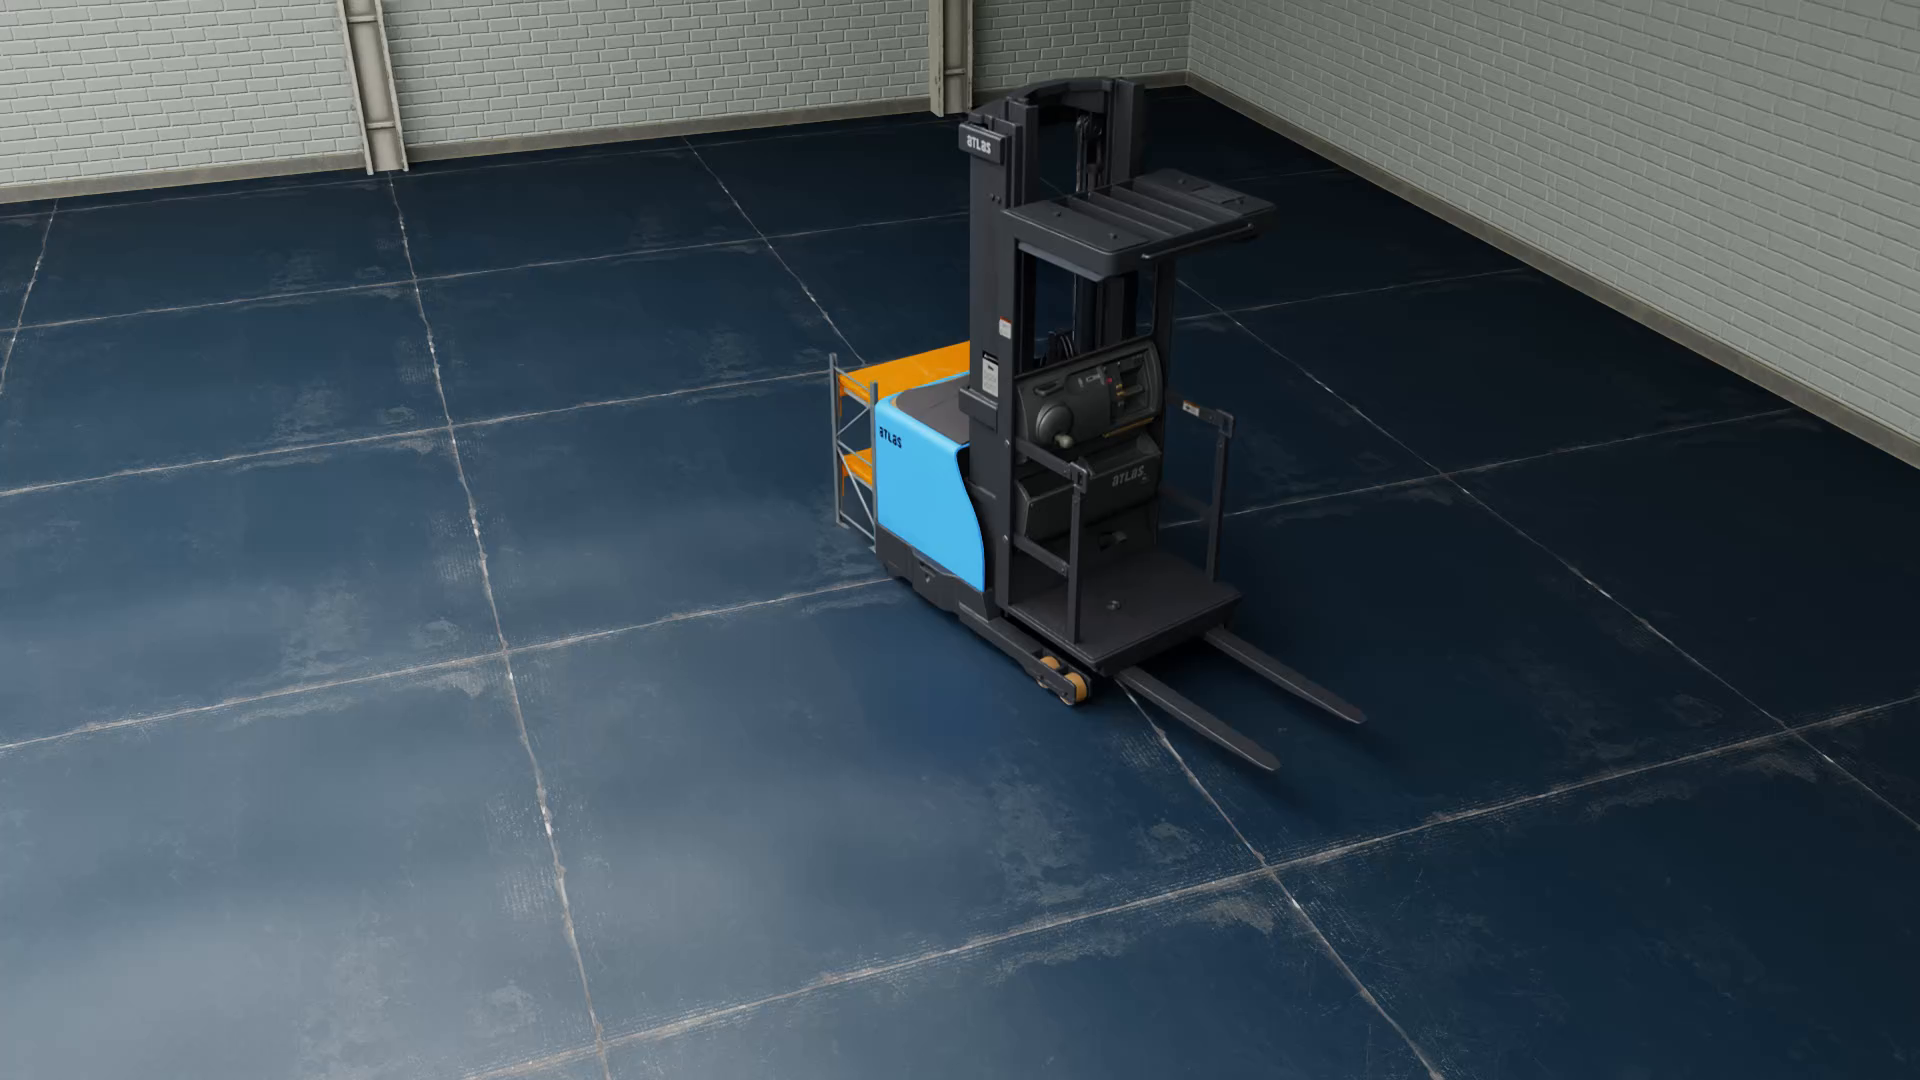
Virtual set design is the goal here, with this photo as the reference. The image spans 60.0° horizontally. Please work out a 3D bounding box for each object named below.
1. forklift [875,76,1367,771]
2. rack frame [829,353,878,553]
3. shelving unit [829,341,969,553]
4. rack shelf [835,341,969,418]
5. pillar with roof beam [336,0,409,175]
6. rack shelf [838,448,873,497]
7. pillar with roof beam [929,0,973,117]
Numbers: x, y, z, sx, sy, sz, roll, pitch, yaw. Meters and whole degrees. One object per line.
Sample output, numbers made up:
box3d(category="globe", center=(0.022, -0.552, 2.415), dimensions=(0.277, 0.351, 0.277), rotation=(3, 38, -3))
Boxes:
box3d(category="forklift", center=(0.803, -0.697, 8.363), dimensions=(1.130, 2.935, 3.031), rotation=(-21, 36, -32))
box3d(category="rack frame", center=(-0.615, -0.503, 9.847), dimensions=(0.032, 1.125, 0.500), rotation=(-18, 34, -29))
box3d(category="shelving unit", center=(-0.193, -0.643, 10.093), dimensions=(1.048, 1.125, 0.538), rotation=(-18, 34, -29))
box3d(category="rack shelf", center=(-0.193, -0.898, 9.948), dimensions=(1.000, 0.278, 0.538), rotation=(-18, 34, -29))
box3d(category="pillar with roof beam", center=(-4.219, -5.627, 10.887), dimensions=(0.400, 9.000, 9.100), rotation=(-10, 31, -18))
box3d(category="rack shelf", center=(-0.193, -0.431, 10.214), dimensions=(1.000, 0.278, 0.538), rotation=(-18, 34, -29))
box3d(category="pillar with roof beam", center=(1.404, -6.663, 12.705), dimensions=(0.400, 9.000, 9.100), rotation=(-10, 31, -18))
